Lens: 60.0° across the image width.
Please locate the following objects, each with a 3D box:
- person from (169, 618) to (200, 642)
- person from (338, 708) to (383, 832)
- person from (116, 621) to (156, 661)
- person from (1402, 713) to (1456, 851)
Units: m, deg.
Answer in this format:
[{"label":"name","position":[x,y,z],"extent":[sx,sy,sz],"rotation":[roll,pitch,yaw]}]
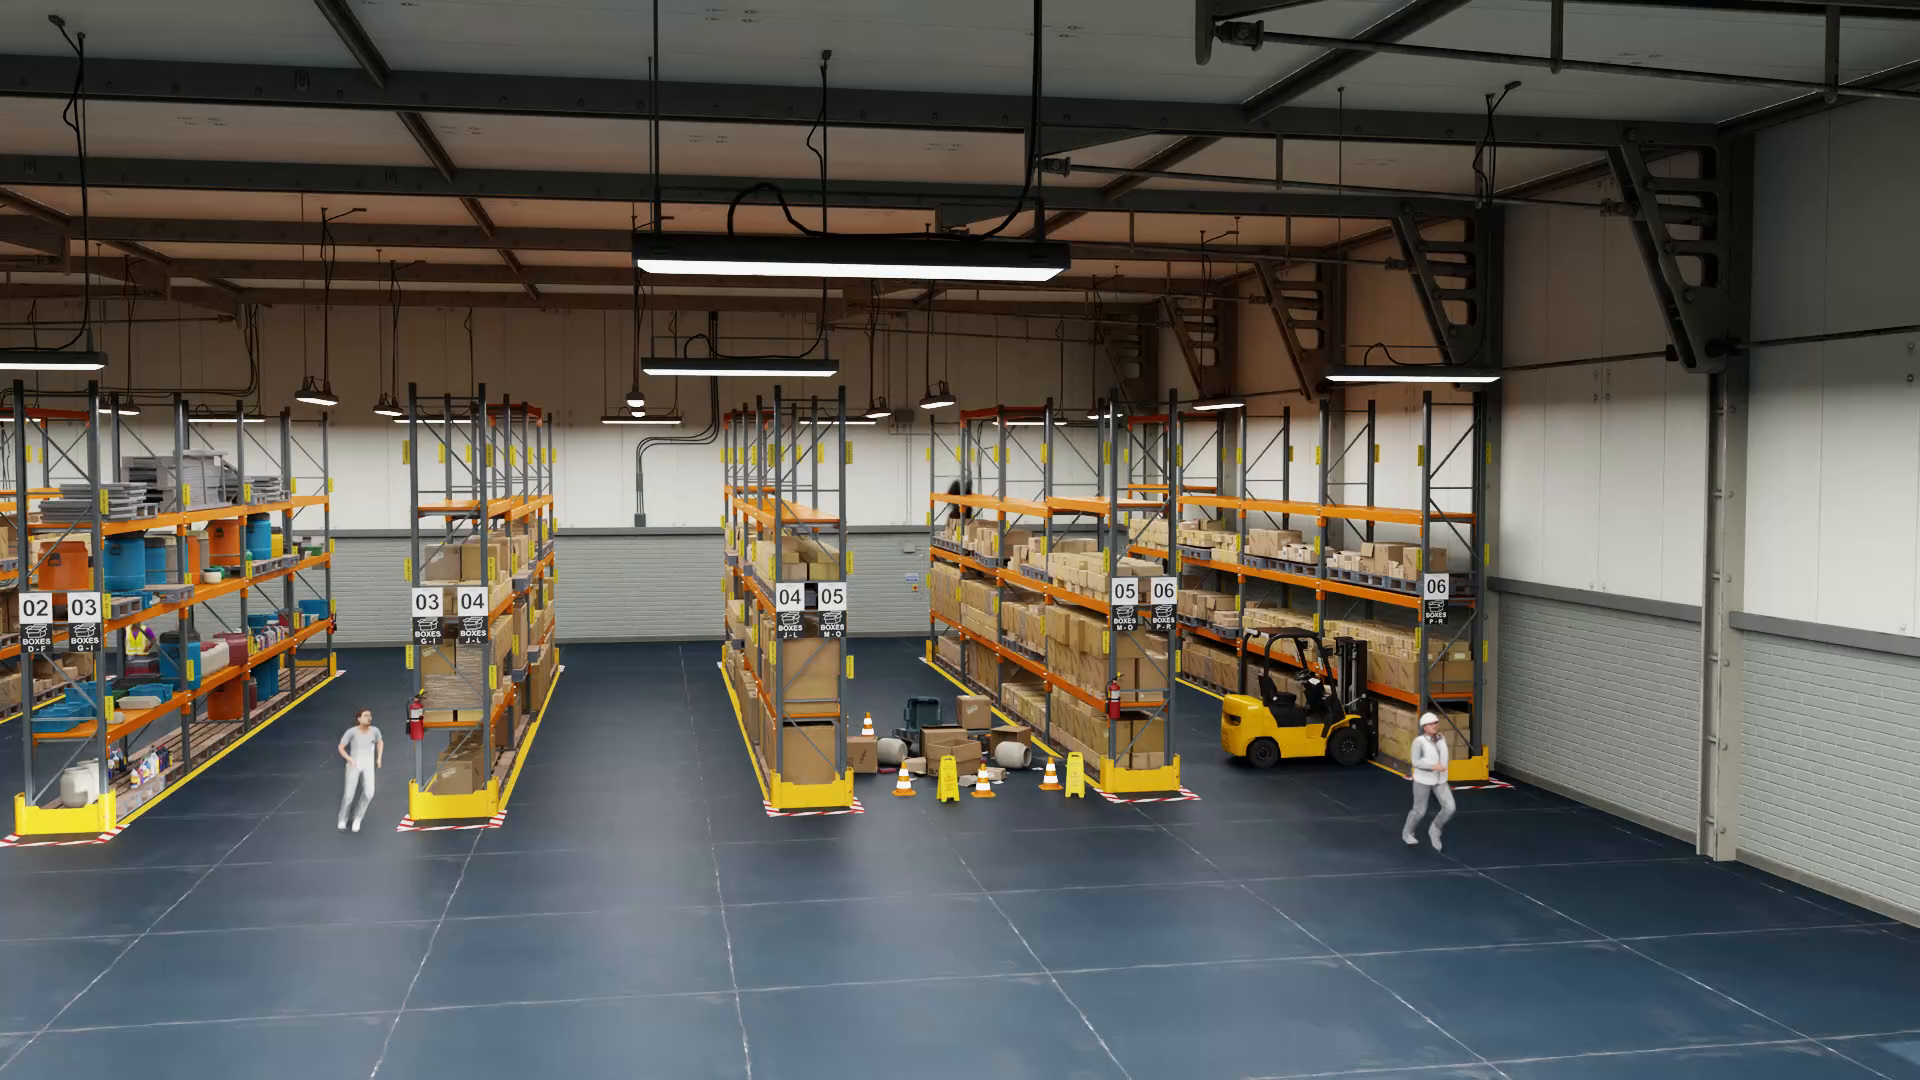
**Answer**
[{"label":"person","position":[-15.786,2.439,33.654],"extent":[0.704,1.735,0.636],"rotation":[-1,3,-14]},{"label":"person","position":[-7.991,3.056,22.238],"extent":[0.622,1.636,0.638],"rotation":[-2,3,-32]},{"label":"person","position":[-17.110,2.394,34.543],"extent":[0.742,1.741,0.755],"rotation":[-1,3,-24]},{"label":"person","position":[5.961,3.047,21.014],"extent":[0.664,1.753,0.853],"rotation":[-1,3,-17]}]
